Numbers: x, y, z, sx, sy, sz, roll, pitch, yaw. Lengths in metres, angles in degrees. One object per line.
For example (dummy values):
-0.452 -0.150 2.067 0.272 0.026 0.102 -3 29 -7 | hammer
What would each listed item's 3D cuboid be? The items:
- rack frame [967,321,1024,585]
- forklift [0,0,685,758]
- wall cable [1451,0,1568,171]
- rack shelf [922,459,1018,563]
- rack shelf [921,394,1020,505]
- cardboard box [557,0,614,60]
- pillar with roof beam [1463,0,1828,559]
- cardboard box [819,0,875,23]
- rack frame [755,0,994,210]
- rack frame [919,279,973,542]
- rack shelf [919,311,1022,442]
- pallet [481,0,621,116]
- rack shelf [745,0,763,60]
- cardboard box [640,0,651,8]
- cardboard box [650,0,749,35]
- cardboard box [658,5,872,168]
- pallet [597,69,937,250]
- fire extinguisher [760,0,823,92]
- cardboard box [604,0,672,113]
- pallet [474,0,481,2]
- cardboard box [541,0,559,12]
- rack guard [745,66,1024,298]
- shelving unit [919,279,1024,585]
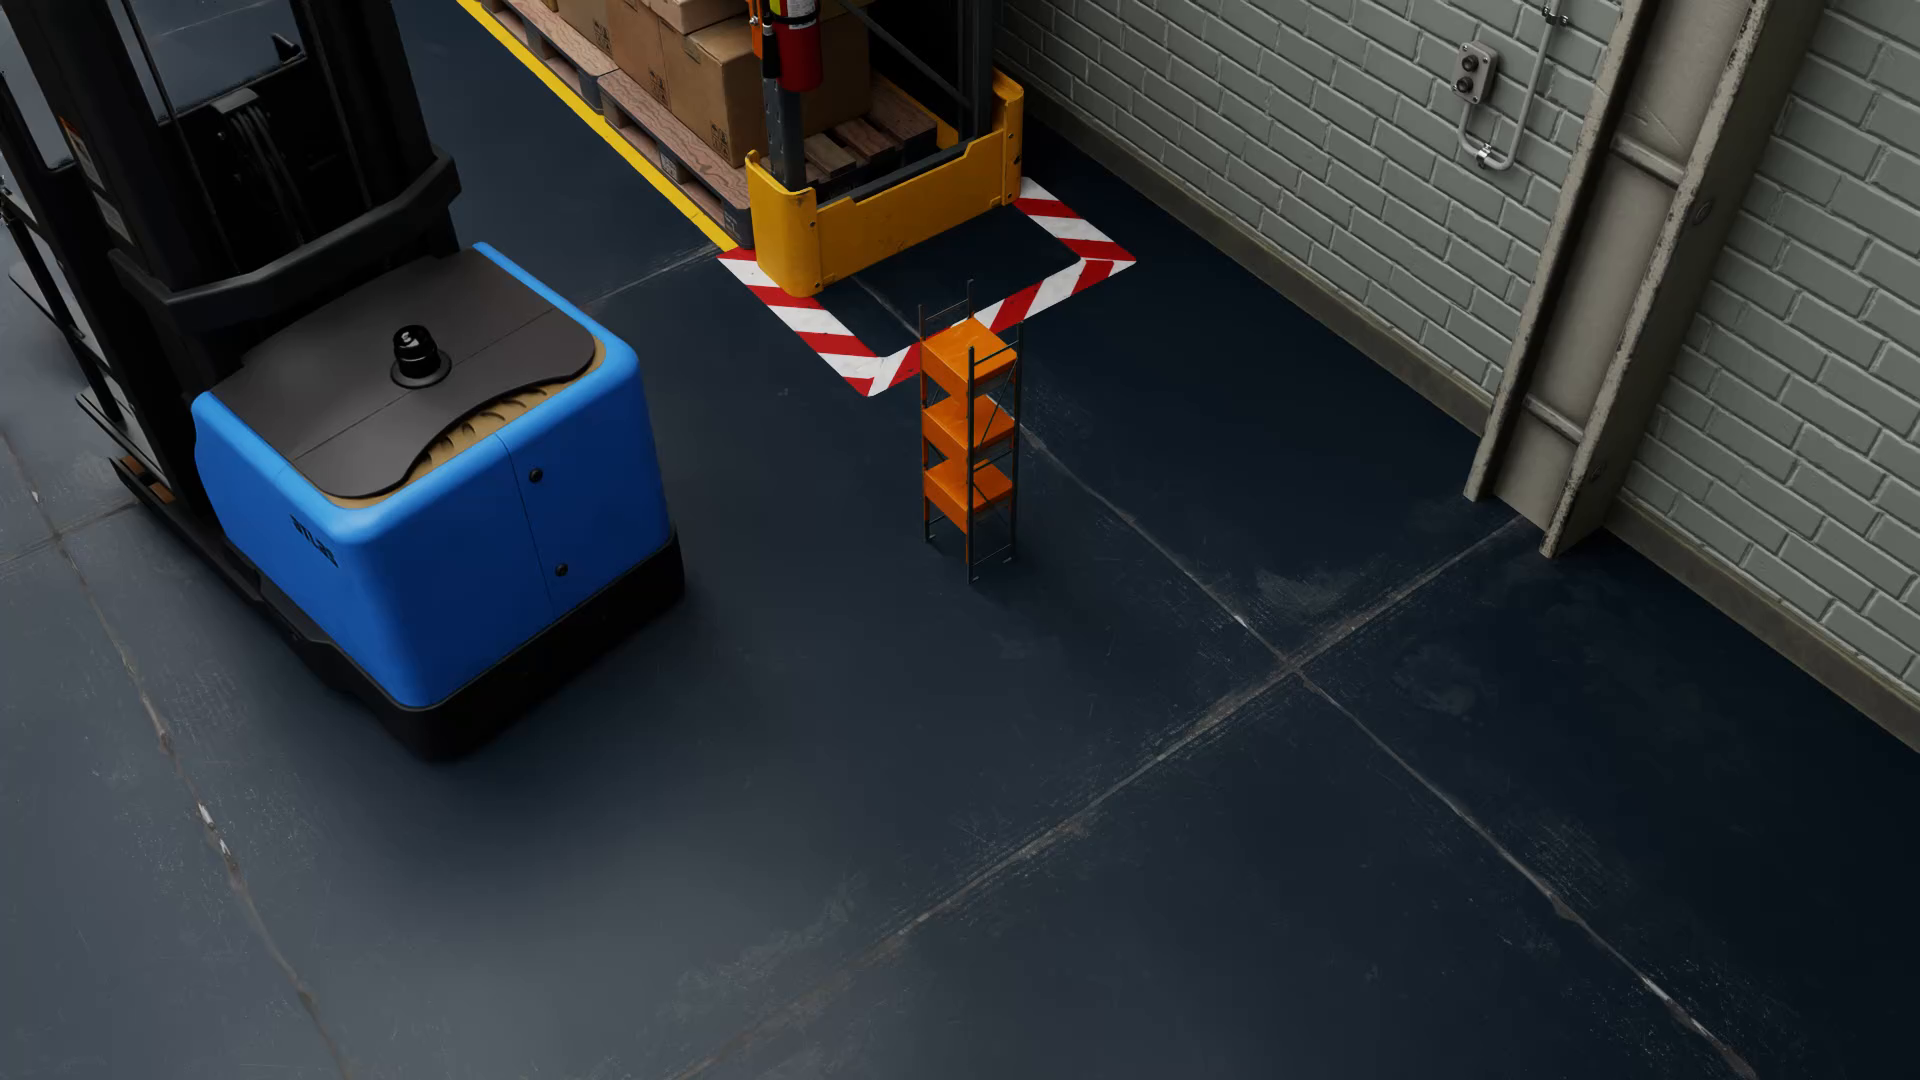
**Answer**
0.106 -0.249 5.267 0.200 1.050 0.008 -29 54 -24 | rack frame
-2.333 -1.292 4.943 3.031 2.935 1.130 35 57 27 | forklift
1.228 -2.339 5.160 0.084 1.984 1.851 -29 54 -24 | wall cable
0.032 -0.127 5.546 0.215 0.259 0.240 -29 54 -24 | rack shelf
0.032 -0.314 5.340 0.215 0.259 0.240 -29 54 -24 | rack shelf
-1.411 -2.589 7.476 0.700 0.500 0.500 -31 55 -25 | cardboard box
-1.403 -1.208 0.771 9.100 9.000 0.400 -29 54 -24 | pillar with roof beam
-0.568 -2.232 6.714 0.380 0.149 0.250 -29 54 -24 | cardboard box
-0.300 -2.328 5.836 1.000 3.000 0.127 -29 54 -24 | rack frame
-0.041 -0.393 5.398 0.200 1.050 0.008 -29 54 -24 | rack frame
0.032 -0.505 5.130 0.215 0.259 0.240 -29 54 -24 | rack shelf
-1.581 -2.547 7.917 1.003 0.211 1.213 -29 54 -24 | pallet
-1.511 -3.266 7.172 1.077 0.370 4.000 -29 54 -24 | rack shelf
-1.181 -2.360 6.831 0.380 0.149 0.250 -28 54 -23 | cardboard box
-1.026 -2.210 6.694 0.380 0.149 0.250 -30 54 -24 | cardboard box
-0.803 -1.998 6.940 0.700 0.500 0.500 -29 54 -24 | cardboard box
-0.846 -1.828 7.265 1.003 0.211 1.213 -29 54 -24 | pallet
-0.576 -1.881 5.735 0.296 0.674 0.183 -29 54 -24 | fire extinguisher
-1.106 -2.293 7.208 0.700 0.500 0.500 -30 54 -24 | cardboard box
-2.324 -3.267 8.569 1.003 0.211 1.213 -29 54 -24 | pallet
-1.740 -2.900 7.758 0.700 0.500 0.500 -28 54 -23 | cardboard box
-0.285 -1.475 6.750 1.175 0.500 0.348 -29 54 -24 | rack guard
0.032 -0.321 5.332 0.215 1.050 0.252 -29 54 -24 | shelving unit
